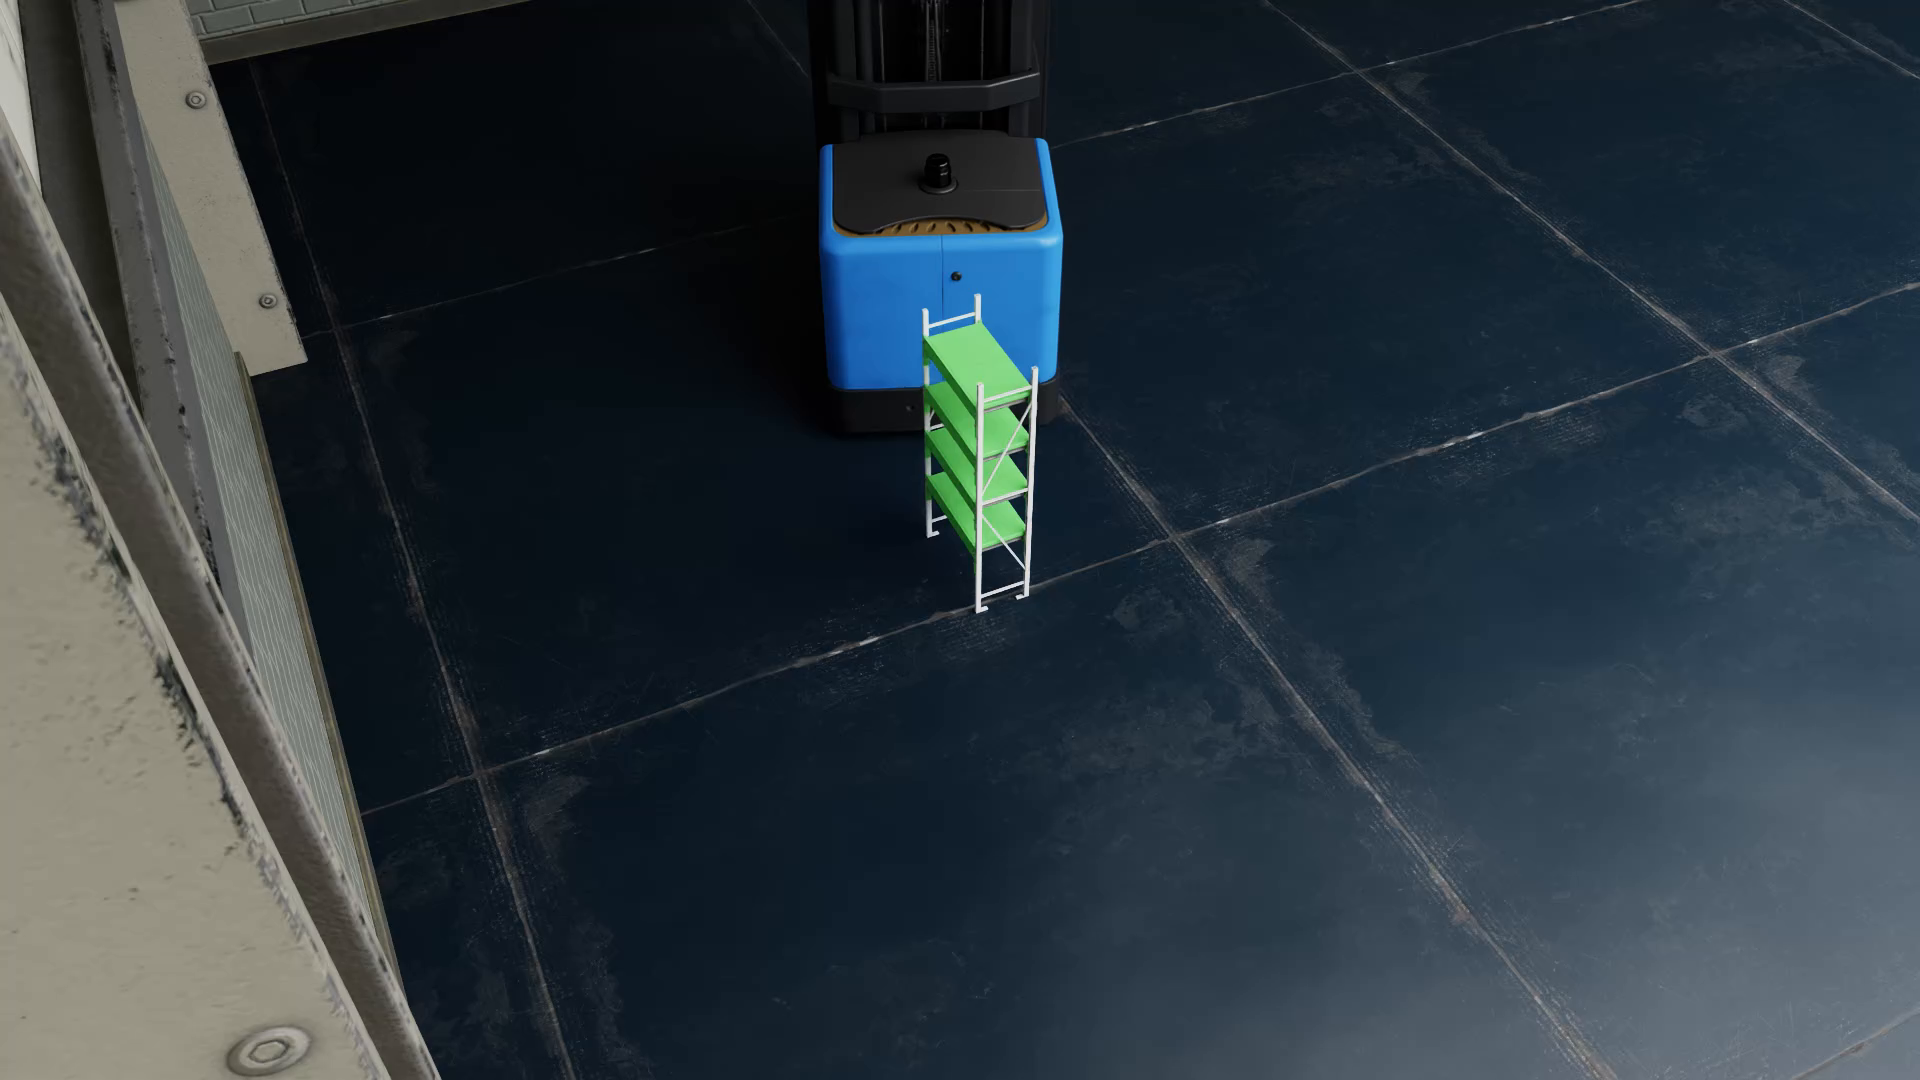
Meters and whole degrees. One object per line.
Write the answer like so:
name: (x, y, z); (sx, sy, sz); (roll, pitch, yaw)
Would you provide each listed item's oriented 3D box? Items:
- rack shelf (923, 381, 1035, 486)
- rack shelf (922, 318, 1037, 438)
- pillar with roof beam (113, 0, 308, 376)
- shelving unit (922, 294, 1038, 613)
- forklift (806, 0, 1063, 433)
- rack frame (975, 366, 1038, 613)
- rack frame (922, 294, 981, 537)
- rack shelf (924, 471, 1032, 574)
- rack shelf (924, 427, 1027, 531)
rack shelf: (0.070, -0.447, 6.467); (0.258, 0.148, 0.480); (-18, 47, -17)
rack shelf: (0.070, -0.618, 6.298); (0.258, 0.148, 0.480); (-18, 47, -17)
pillar with roof beam: (0.550, -5.414, 6.199); (9.100, 9.000, 0.400); (-18, 47, -17)
shelving unit: (0.070, -0.322, 6.591); (0.258, 1.200, 0.503); (-18, 47, -17)
forklift: (-0.154, -2.553, 7.620); (1.130, 2.935, 3.031); (-2, 45, -2)
rack frame: (0.172, -0.166, 6.433); (0.240, 1.200, 0.015); (-18, 47, -17)
rack frame: (-0.033, -0.477, 6.748); (0.240, 1.200, 0.015); (-18, 47, -17)
rack shelf: (0.070, -0.105, 6.804); (0.258, 0.148, 0.480); (-18, 47, -17)
rack shelf: (0.070, -0.276, 6.635); (0.258, 0.148, 0.480); (-18, 47, -17)
